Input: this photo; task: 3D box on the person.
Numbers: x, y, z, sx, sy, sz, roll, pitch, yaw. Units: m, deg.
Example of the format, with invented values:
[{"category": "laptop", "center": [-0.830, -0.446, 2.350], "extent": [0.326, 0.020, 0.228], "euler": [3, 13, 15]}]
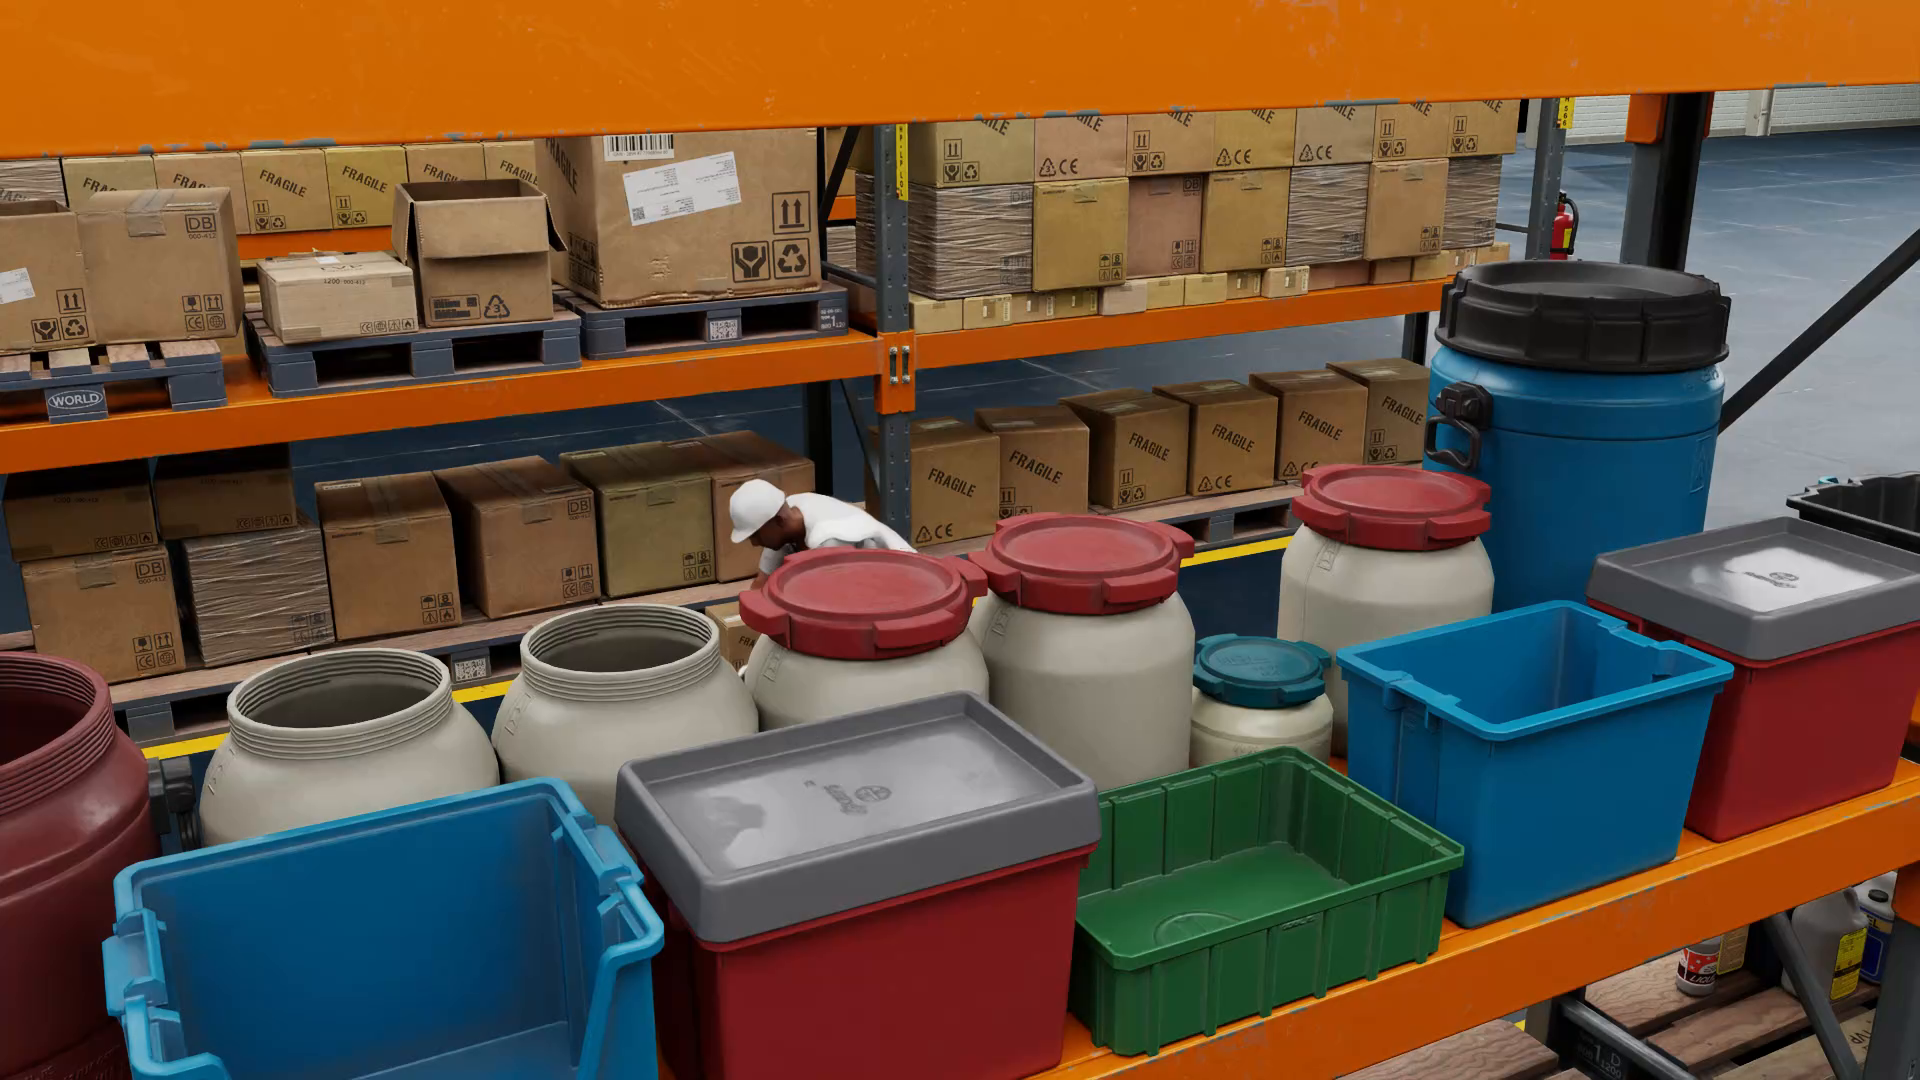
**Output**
[{"category": "person", "center": [-0.533, 0.206, 6.661], "extent": [0.923, 1.004, 0.559], "euler": [-7, 20, -21]}]
